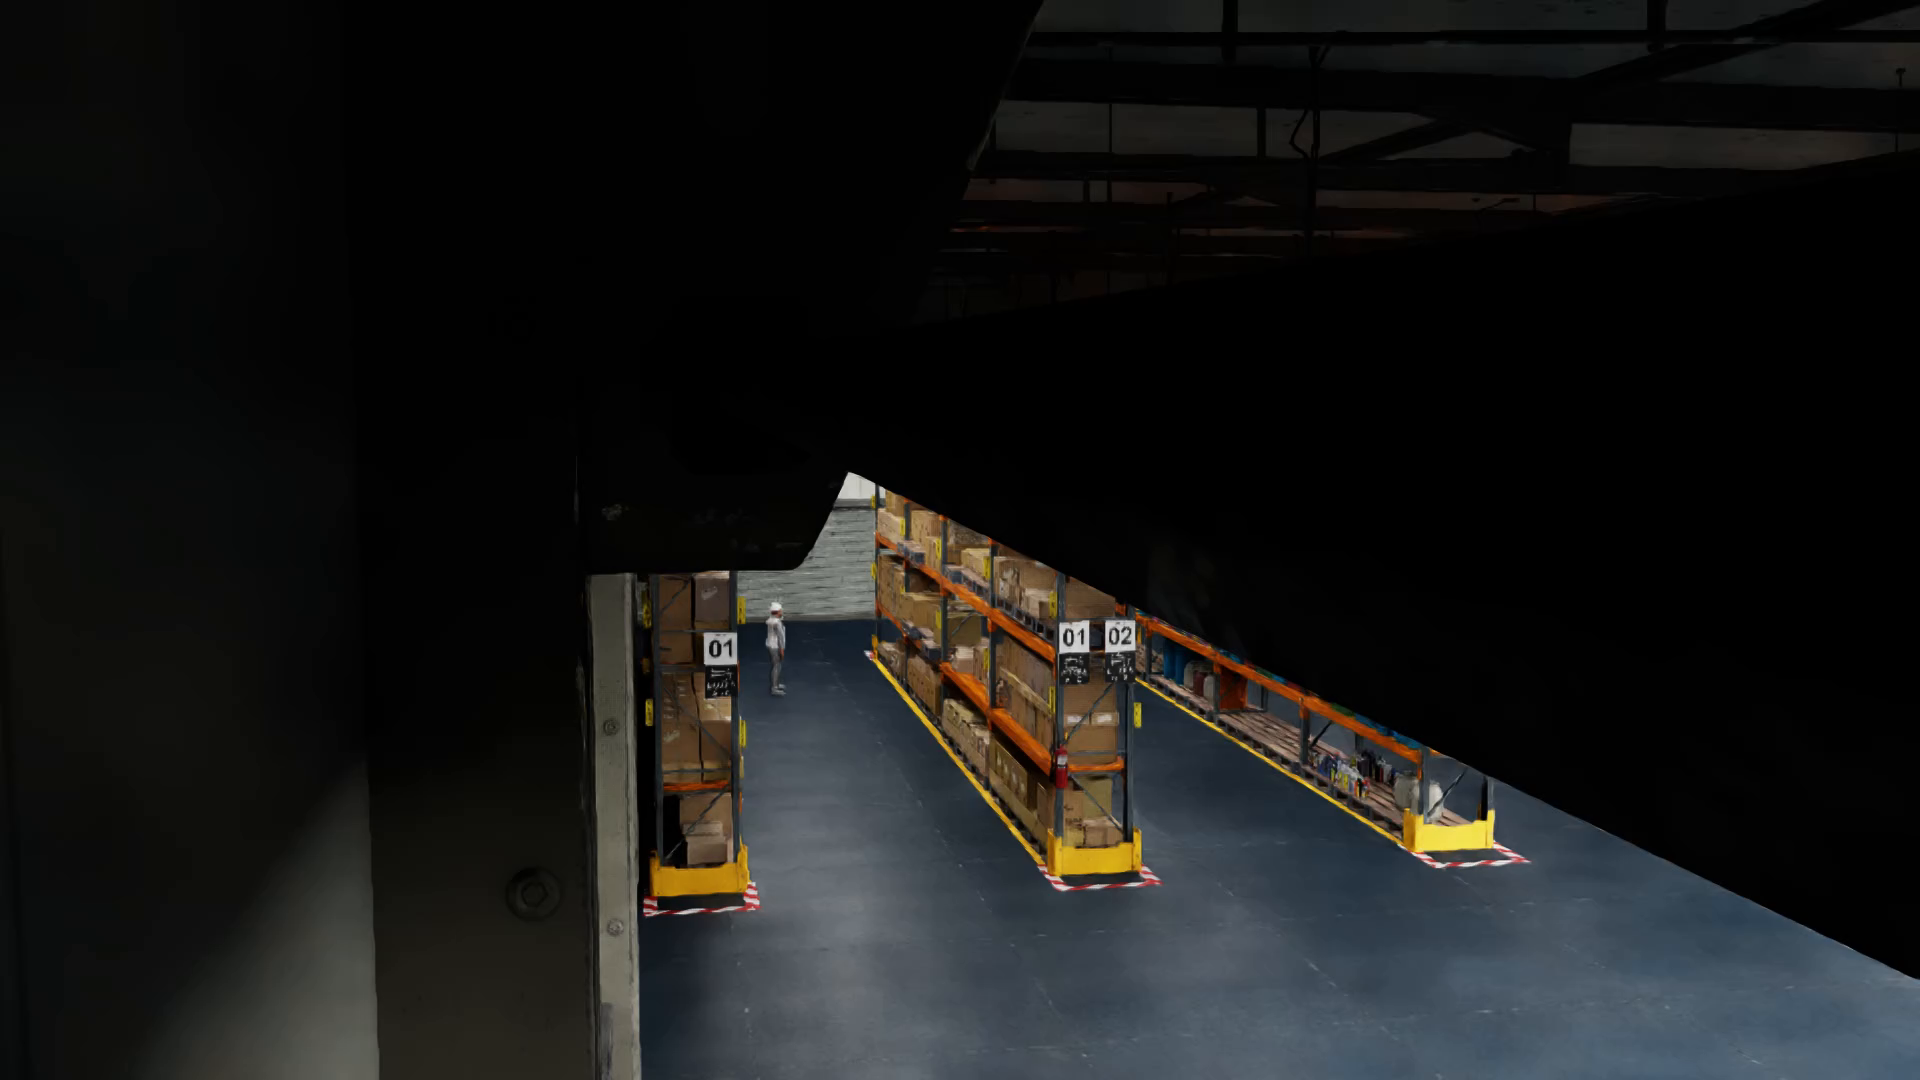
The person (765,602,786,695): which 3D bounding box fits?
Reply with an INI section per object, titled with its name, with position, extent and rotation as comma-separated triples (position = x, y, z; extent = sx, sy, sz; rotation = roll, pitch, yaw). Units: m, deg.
[person]
position = -3.553, 2.099, 32.487
extent = 0.465, 1.780, 0.598
rotation = -3, 7, -27
